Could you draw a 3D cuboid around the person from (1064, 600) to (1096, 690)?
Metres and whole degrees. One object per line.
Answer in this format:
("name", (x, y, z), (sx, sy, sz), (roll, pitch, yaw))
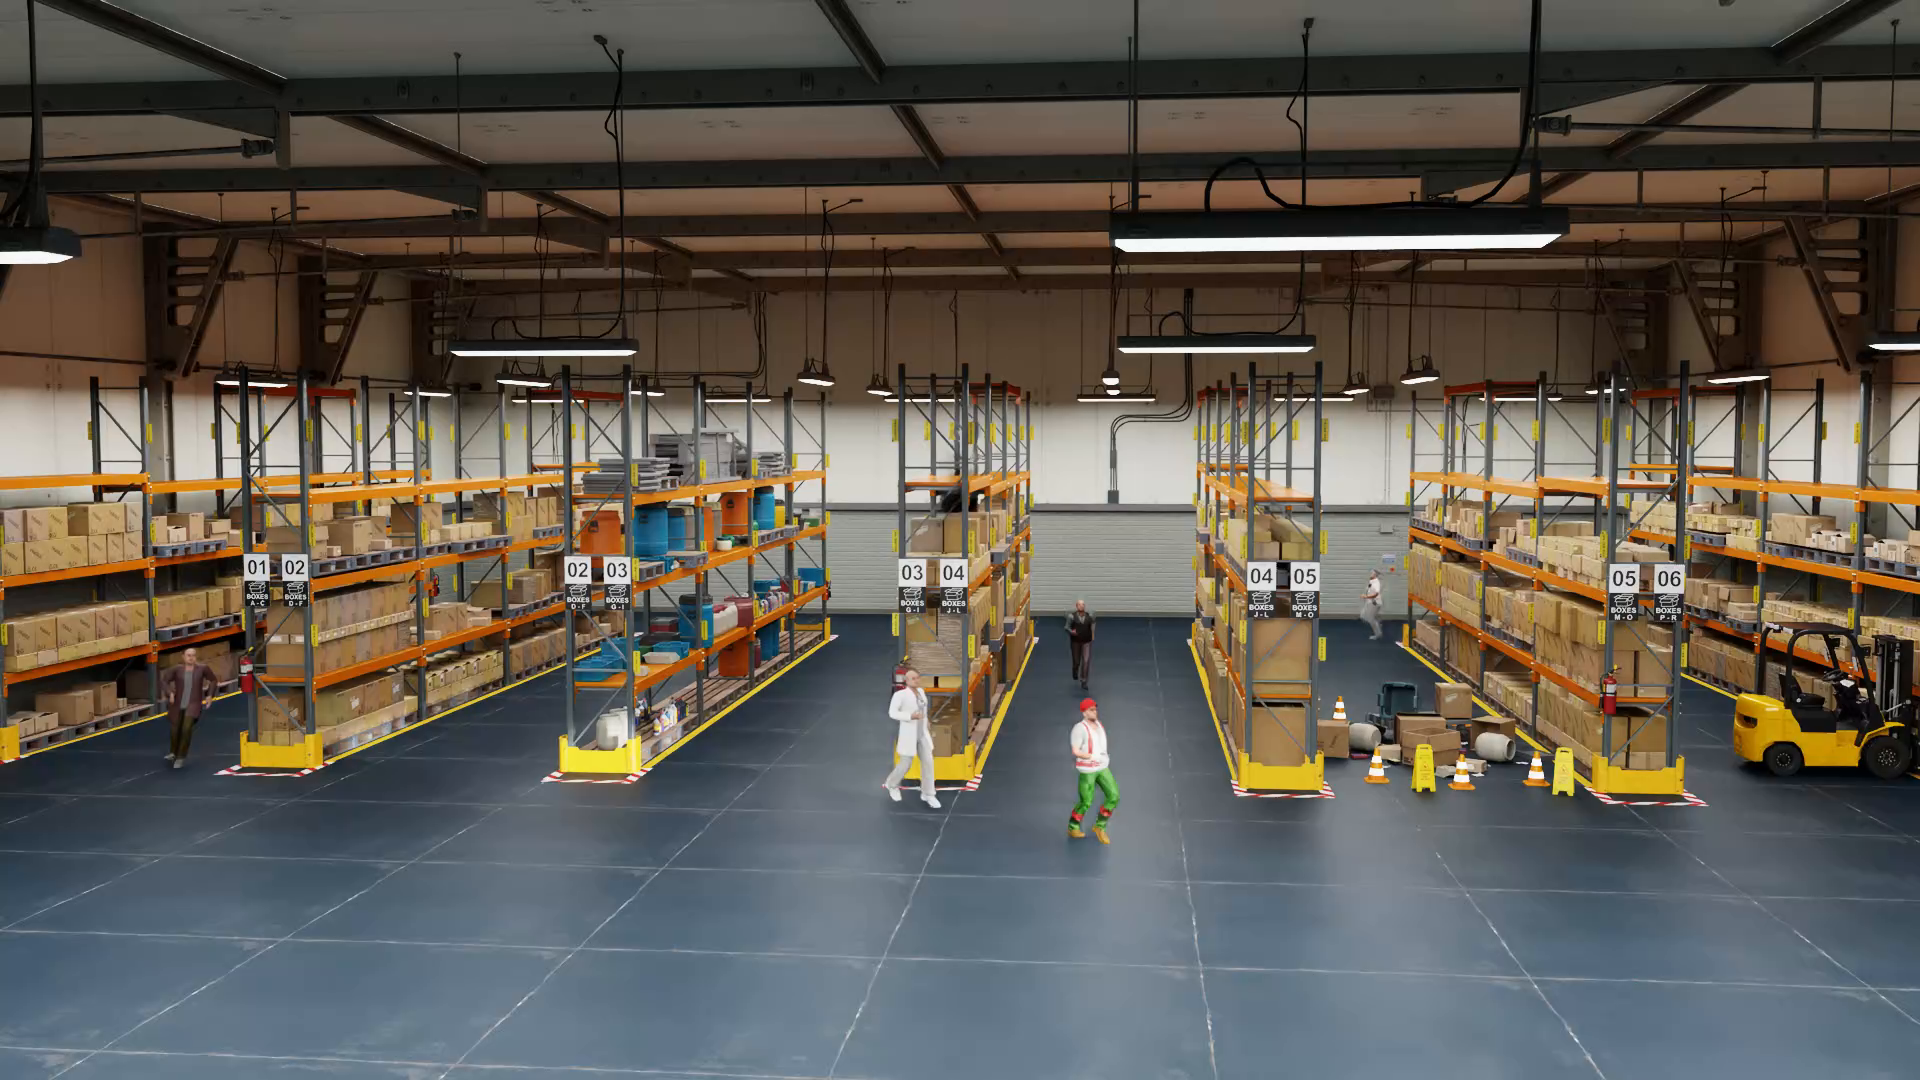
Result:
("person", (2.380, 2.038, 32.752), (0.661, 1.717, 0.936), (0, 4, -4))

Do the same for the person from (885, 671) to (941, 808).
("person", (-0.642, 2.702, 22.384), (0.713, 1.724, 0.933), (-3, 5, -39))

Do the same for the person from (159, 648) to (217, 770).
("person", (-11.650, 2.529, 25.100), (0.768, 1.803, 0.748), (-1, 4, -15))

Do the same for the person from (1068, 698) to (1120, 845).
("person", (1.623, 2.820, 20.306), (0.664, 1.788, 0.720), (-3, 5, -39))

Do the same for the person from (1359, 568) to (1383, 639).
("person", (9.989, 1.540, 40.410), (0.598, 1.740, 0.652), (0, 4, 5))
